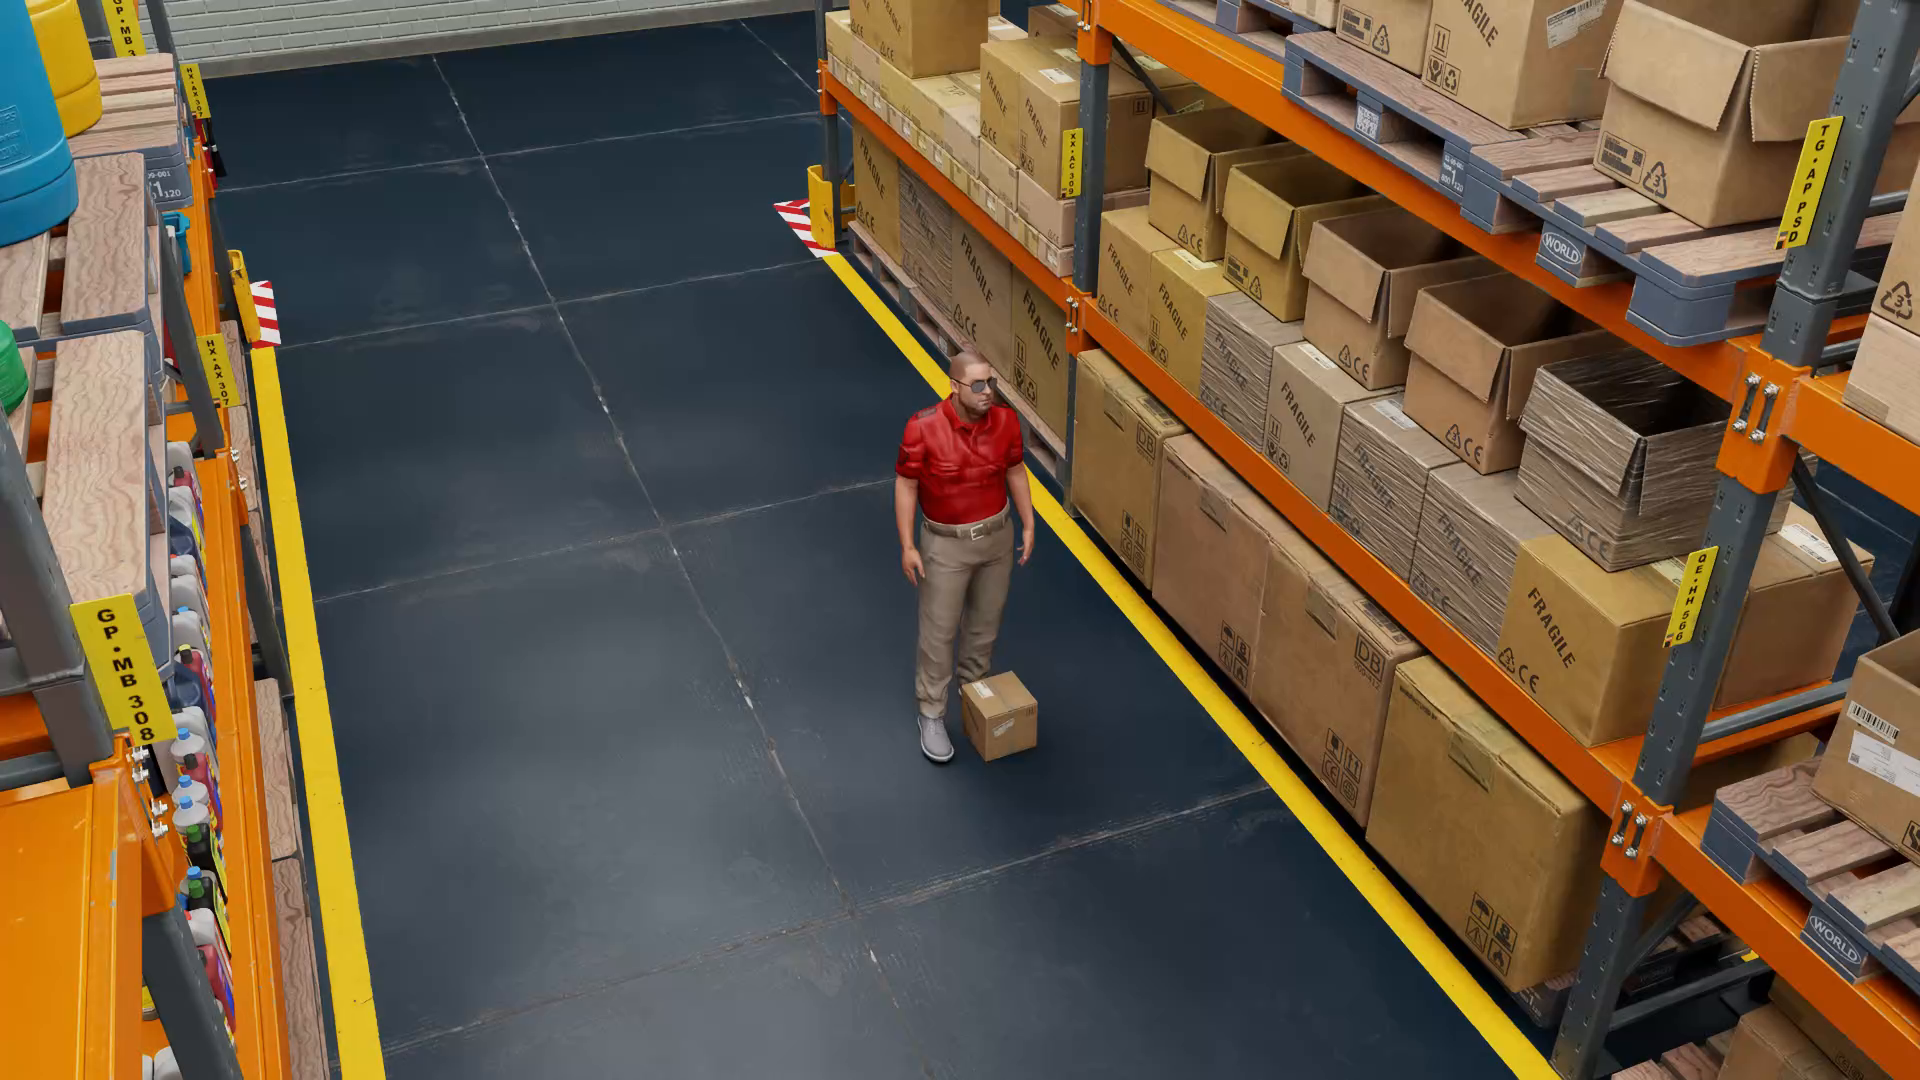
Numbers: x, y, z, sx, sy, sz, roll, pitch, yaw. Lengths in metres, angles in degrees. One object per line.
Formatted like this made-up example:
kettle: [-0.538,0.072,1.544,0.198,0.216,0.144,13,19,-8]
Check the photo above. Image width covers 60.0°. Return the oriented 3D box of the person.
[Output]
person: [0.059,0.055,7.053,0.641,1.728,0.550,-14,36,-20]
